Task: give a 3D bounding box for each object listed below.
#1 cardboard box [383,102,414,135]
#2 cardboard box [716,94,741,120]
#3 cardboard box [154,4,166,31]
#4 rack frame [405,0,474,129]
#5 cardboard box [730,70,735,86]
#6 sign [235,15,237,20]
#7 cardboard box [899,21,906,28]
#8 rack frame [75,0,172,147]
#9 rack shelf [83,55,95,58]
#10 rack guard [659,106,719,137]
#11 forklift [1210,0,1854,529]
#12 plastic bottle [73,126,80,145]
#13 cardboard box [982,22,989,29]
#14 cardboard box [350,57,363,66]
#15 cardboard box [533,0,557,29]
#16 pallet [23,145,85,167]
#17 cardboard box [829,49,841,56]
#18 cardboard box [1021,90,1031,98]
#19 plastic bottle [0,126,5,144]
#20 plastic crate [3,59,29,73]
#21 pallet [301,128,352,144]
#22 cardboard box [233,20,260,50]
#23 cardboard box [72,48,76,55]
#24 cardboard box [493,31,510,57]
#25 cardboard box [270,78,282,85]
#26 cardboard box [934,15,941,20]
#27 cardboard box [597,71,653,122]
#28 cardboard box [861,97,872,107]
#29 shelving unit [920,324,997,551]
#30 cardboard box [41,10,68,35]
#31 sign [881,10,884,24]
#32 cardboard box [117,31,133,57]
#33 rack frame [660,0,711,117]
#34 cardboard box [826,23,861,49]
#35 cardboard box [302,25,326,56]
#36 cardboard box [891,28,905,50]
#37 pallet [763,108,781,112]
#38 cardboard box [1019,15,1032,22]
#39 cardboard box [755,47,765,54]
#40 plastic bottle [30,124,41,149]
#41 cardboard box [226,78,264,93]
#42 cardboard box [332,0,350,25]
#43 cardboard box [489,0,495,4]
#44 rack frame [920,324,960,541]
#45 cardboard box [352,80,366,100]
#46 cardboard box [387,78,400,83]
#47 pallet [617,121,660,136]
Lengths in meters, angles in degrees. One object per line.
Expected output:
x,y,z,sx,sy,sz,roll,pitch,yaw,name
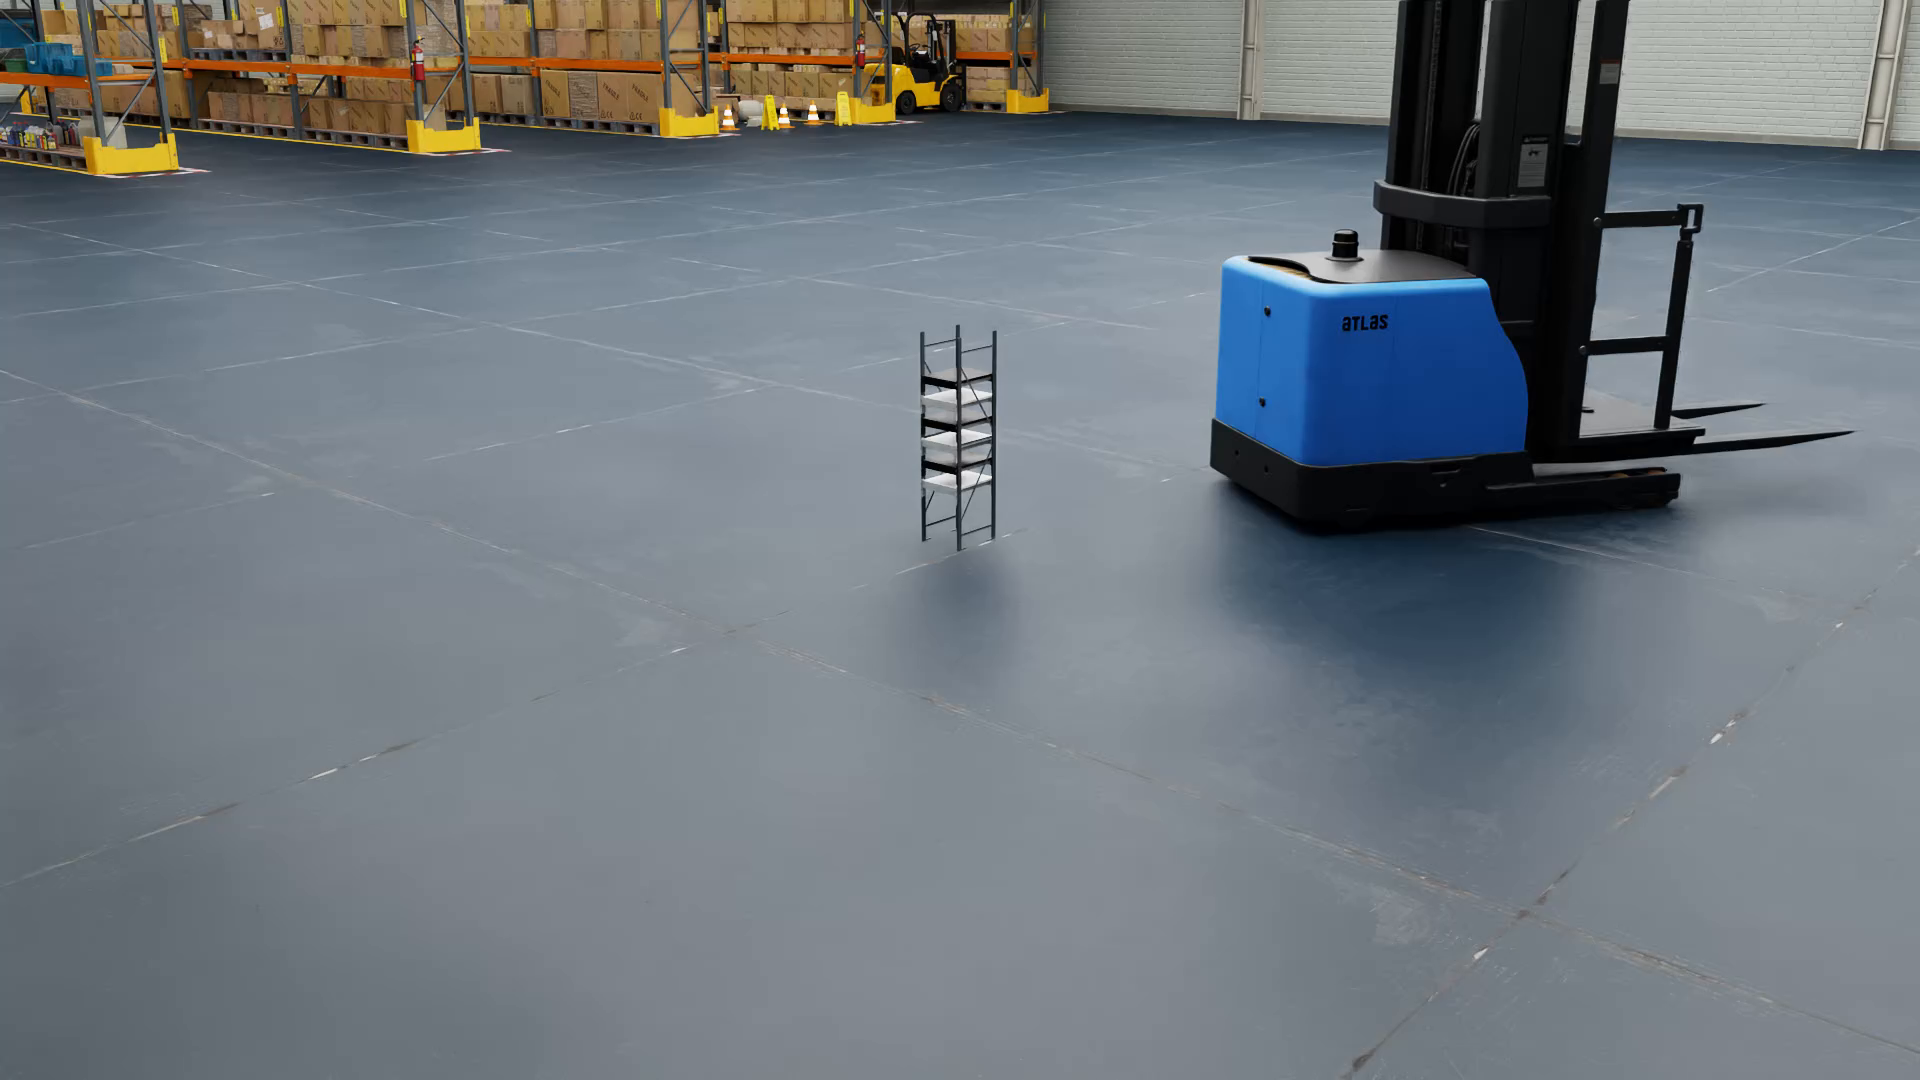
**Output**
-9.280,-7.034,27.755,0.500,0.500,0.500,-11,21,-31,cardboard box
-4.870,-9.116,35.005,0.500,0.500,0.500,-3,18,-8,cardboard box
-15.359,-10.198,32.463,0.637,0.503,0.797,16,23,40,cardboard box
-8.354,-7.784,26.680,0.127,3.000,1.000,15,23,39,rack frame
-5.687,-12.008,43.429,0.500,0.500,0.500,16,24,42,cardboard box
-17.313,-12.388,39.757,0.005,0.325,0.100,15,23,39,sign
-1.218,-12.135,39.151,0.250,0.149,0.380,16,23,41,cardboard box
-11.642,-6.663,23.149,0.127,3.000,1.000,15,23,39,rack frame
-18.825,-10.252,35.646,4.000,0.370,1.077,15,23,39,rack shelf
-4.968,-7.690,30.515,0.348,0.500,1.175,15,23,39,rack guard
2.777,-1.680,7.561,3.031,2.935,1.130,-5,18,-15,forklift
-13.457,-6.177,25.391,0.135,0.276,0.152,16,23,40,plastic bottle
0.706,-11.623,37.540,0.250,0.149,0.380,16,23,40,cardboard box
-9.896,-7.952,27.625,0.250,0.149,0.380,15,23,39,cardboard box
-7.725,-10.193,32.238,0.550,0.550,0.875,15,23,39,cardboard box
-13.242,-5.748,24.875,1.213,0.211,1.003,15,23,39,pallet
-2.461,-9.959,33.948,0.250,0.149,0.380,15,23,39,cardboard box
1.278,-10.182,38.088,0.500,0.250,0.500,15,23,39,cardboard box
-14.686,-6.213,25.511,0.097,0.271,0.097,0,18,0,plastic bottle
-13.806,-7.029,24.651,0.662,0.188,0.450,15,23,39,plastic crate
-10.820,-7.131,29.232,1.213,0.211,1.003,15,23,39,pallet
-12.704,-9.164,30.162,0.797,0.503,0.637,-15,23,-40,cardboard box
-18.352,-10.216,34.757,0.250,0.149,0.380,16,23,40,cardboard box
-8.924,-9.882,33.126,0.500,0.500,0.500,15,23,39,cardboard box
-16.157,-10.902,39.541,0.250,0.149,0.380,14,22,37,cardboard box
-0.418,-12.080,38.486,0.250,0.149,0.380,15,23,39,cardboard box
-6.197,-8.371,31.347,0.875,0.875,0.875,15,23,38,cardboard box
-2.196,-9.140,34.804,0.500,0.250,0.500,15,23,39,cardboard box
-0.006,-0.431,6.981,0.210,0.900,0.258,15,23,39,shelving unit
-19.376,-11.064,35.531,0.500,0.500,0.500,14,23,38,cardboard box
-1.829,-12.342,39.260,0.005,0.325,0.100,15,23,39,sign
-16.401,-9.891,33.153,0.500,0.500,0.500,14,23,38,cardboard box
-4.986,-8.886,30.152,0.127,3.000,1.000,15,23,39,rack frame
-2.365,-10.262,33.831,0.500,0.500,0.500,15,23,38,cardboard box
-10.700,-8.564,28.480,0.500,0.500,0.875,15,23,39,cardboard box
-1.317,-11.852,39.334,0.500,0.500,0.500,14,22,38,cardboard box
-4.242,-9.373,36.297,1.213,0.211,1.003,15,23,39,pallet
1.406,-11.764,37.492,0.250,0.149,0.380,14,23,38,cardboard box
-4.141,-10.431,35.435,0.250,0.149,0.380,16,24,41,cardboard box
-13.707,-5.997,24.701,0.185,0.351,0.144,16,24,41,plastic bottle
-13.413,-8.534,31.208,0.500,0.250,0.500,-15,23,-40,cardboard box
-10.048,-8.807,27.593,0.500,0.500,0.500,15,23,39,cardboard box
-11.498,-13.388,41.449,0.250,0.149,0.380,15,23,39,cardboard box
-0.082,-0.451,7.045,0.006,0.900,0.240,15,23,39,rack frame
-13.188,-9.990,37.068,0.500,0.500,0.500,16,24,42,cardboard box
-12.040,-10.035,35.972,0.500,0.250,0.500,15,23,40,cardboard box
-5.636,-7.699,31.024,1.213,0.211,1.003,15,23,39,pallet
